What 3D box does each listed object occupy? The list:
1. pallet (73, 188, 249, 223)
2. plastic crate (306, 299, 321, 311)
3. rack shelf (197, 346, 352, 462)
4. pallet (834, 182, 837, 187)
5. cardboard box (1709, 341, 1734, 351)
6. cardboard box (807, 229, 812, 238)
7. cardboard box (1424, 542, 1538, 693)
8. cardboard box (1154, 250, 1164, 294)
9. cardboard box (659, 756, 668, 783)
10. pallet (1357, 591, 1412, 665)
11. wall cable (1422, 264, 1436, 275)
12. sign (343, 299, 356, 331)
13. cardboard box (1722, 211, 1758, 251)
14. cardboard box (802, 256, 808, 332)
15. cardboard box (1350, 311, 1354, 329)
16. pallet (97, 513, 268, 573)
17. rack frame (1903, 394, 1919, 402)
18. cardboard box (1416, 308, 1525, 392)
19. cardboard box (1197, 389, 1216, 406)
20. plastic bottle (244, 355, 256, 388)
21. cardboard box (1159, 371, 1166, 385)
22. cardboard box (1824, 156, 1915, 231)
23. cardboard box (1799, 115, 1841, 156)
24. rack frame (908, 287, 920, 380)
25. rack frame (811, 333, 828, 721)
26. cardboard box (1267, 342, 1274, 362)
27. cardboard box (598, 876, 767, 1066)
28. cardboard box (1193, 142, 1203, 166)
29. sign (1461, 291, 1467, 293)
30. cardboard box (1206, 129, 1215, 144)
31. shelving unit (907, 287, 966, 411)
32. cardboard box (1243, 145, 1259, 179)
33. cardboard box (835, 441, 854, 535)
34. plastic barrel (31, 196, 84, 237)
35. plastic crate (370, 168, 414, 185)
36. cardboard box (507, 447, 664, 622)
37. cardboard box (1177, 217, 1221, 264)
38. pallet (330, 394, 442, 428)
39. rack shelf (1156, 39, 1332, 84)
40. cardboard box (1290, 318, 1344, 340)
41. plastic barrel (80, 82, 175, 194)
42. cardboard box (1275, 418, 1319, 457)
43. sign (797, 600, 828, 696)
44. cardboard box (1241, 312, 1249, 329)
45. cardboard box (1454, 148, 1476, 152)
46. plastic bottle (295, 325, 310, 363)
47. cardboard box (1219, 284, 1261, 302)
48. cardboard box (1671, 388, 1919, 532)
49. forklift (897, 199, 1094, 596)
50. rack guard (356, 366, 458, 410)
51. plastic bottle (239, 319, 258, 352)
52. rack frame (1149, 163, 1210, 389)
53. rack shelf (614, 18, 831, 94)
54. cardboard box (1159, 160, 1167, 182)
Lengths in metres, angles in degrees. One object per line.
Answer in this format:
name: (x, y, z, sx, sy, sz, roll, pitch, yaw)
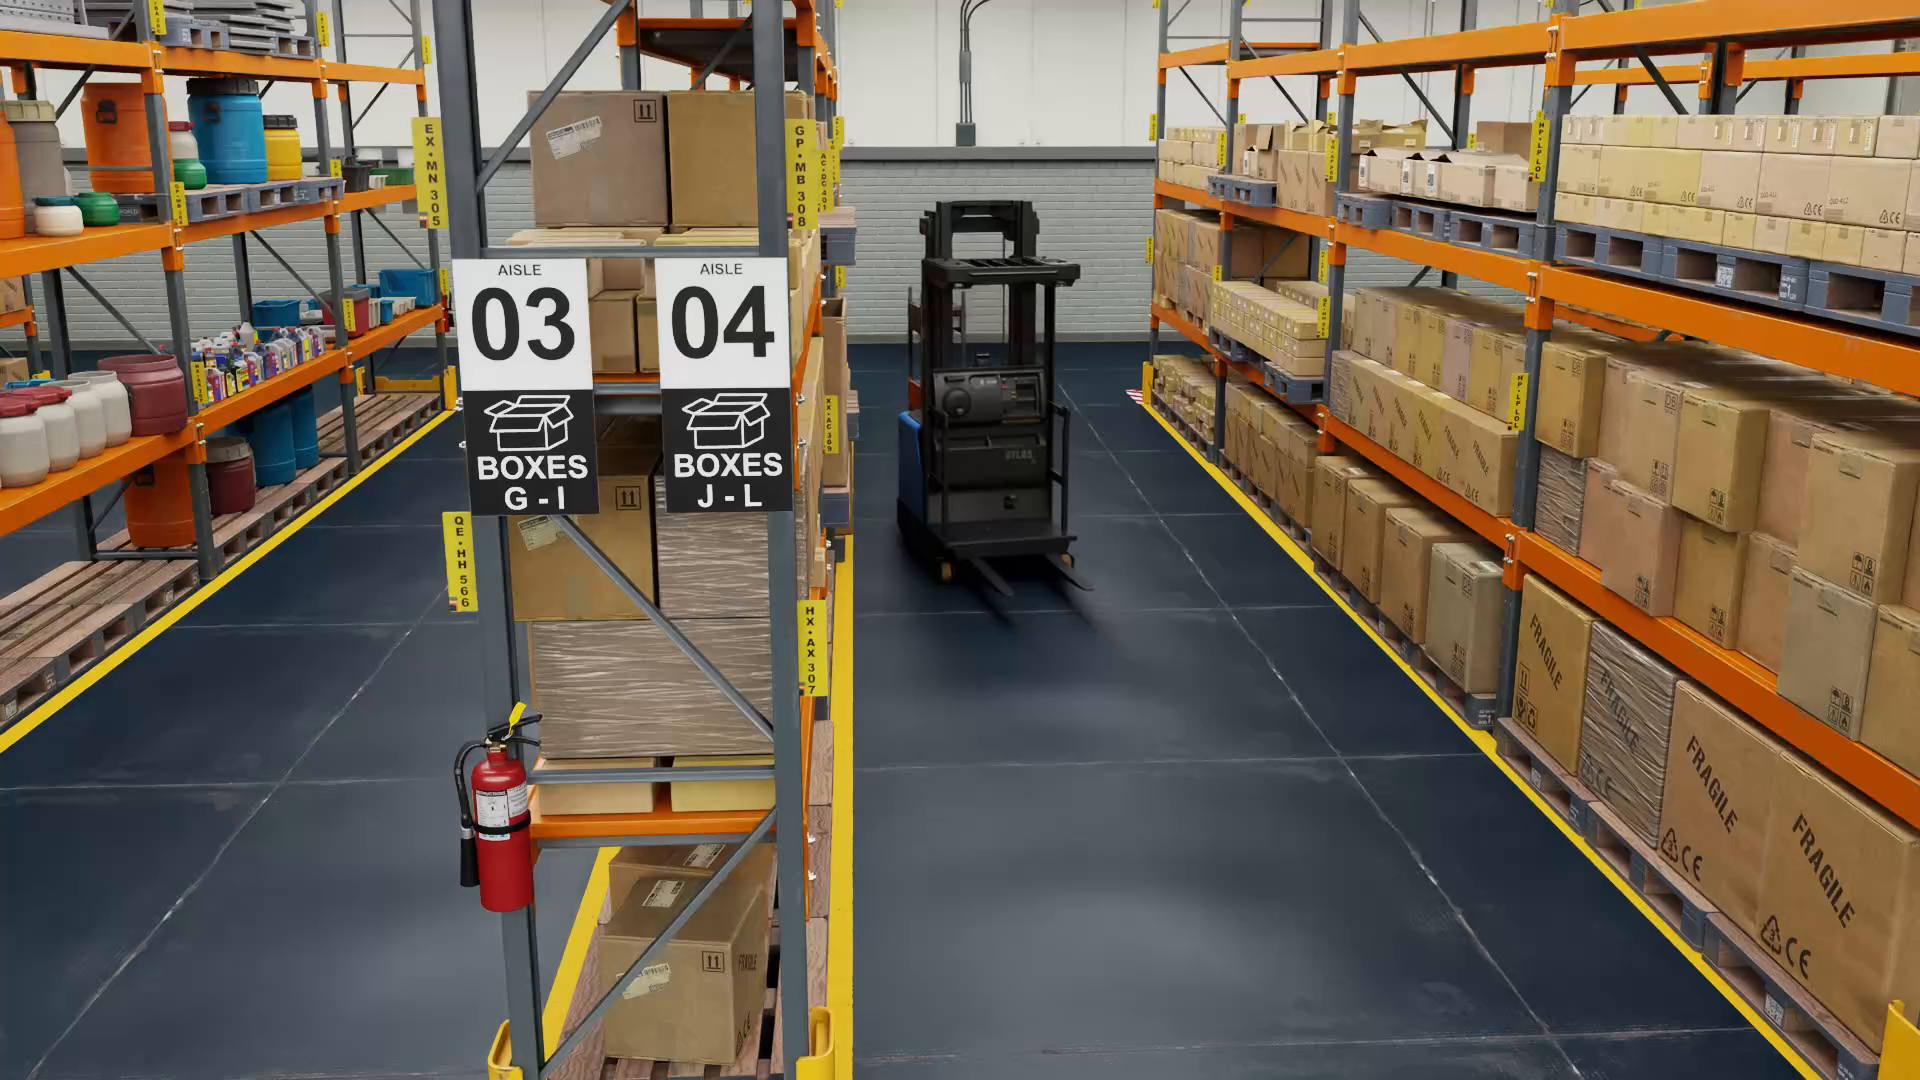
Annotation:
pallet: (-6.412, -2.686, 13.305, 1.003, 0.211, 1.213, -1, 14, -3)
plastic crate: (-7.171, -2.602, 18.835, 0.416, 0.233, 0.300, -1, 14, -3)
rack shelf: (-6.587, -1.282, 14.932, 1.077, 0.370, 4.000, -1, 14, -3)
pallet: (-1.807, -3.817, 17.502, 1.003, 0.211, 1.213, -1, 14, -3)
cardboard box: (7.921, -2.042, 16.745, 0.500, 0.250, 0.500, -1, 14, -5)
cardboard box: (-0.893, -1.514, 7.872, 0.380, 0.149, 0.250, -1, 14, -5)
cardboard box: (3.557, 0.467, 10.363, 1.050, 0.750, 0.750, -1, 14, -4)
cardboard box: (2.694, -3.327, 20.639, 0.500, 0.500, 0.500, 0, 14, -1)
cardboard box: (-1.262, 0.772, 6.010, 0.380, 0.149, 0.250, -1, 14, -3)
pallet: (3.484, 0.590, 11.811, 1.003, 0.211, 1.213, -1, 14, -3)
wall cable: (7.503, -5.261, 26.853, 0.585, 1.953, 0.123, -1, 14, -3)
sign: (-6.161, -2.270, 16.773, 0.100, 0.325, 0.005, -1, 14, -3)
cardboard box: (3.480, -1.311, 7.042, 0.380, 0.149, 0.250, -1, 14, -3)
cardboard box: (-0.860, -0.975, 6.577, 0.500, 0.250, 0.500, -1, 14, -4)
cardboard box: (3.572, -1.876, 14.267, 0.380, 0.149, 0.250, -1, 14, -4)
pallet: (-6.553, 0.022, 14.017, 1.003, 0.211, 1.213, -1, 14, -3)
rack frame: (8.372, -1.362, 13.801, 1.000, 3.000, 0.127, -1, 14, -3)
cardboard box: (3.554, -1.301, 11.357, 0.700, 0.500, 0.500, -1, 14, -4)
cardboard box: (2.830, -1.576, 18.315, 0.380, 0.149, 0.250, -1, 14, -4)
plastic bottle: (-6.193, -1.477, 14.481, 0.061, 0.283, 0.133, -1, 14, -3)
cardboard box: (2.679, -2.014, 20.615, 0.380, 0.149, 0.250, -1, 14, -4)
cardboard box: (3.594, -1.289, 6.157, 0.500, 0.250, 0.500, -1, 14, -3)
cardboard box: (3.512, -1.571, 6.453, 0.380, 0.149, 0.250, -1, 14, -3)
rack frame: (-0.269, -1.267, 15.237, 0.400, 2.100, 0.015, -4, 15, -14)
rack frame: (-1.271, -0.215, 9.340, 1.000, 3.000, 0.127, -1, 14, -3)
cardboard box: (2.906, -1.646, 14.565, 0.380, 0.149, 0.250, -1, 14, -4)
cardboard box: (-1.046, 1.632, 6.338, 0.500, 0.500, 0.500, 2, 15, 7)
cardboard box: (2.850, -4.248, 18.294, 0.500, 0.250, 0.500, 0, 14, -1)
sign: (3.991, -1.831, 13.299, 0.100, 0.325, 0.005, -1, 14, -3)
cardboard box: (2.814, -4.270, 17.580, 0.380, 0.149, 0.250, -1, 14, -4)
shelving unit: (-0.210, -1.208, 15.008, 0.431, 2.100, 0.503, -4, 15, -14)
cardboard box: (3.035, -3.646, 15.995, 0.500, 0.311, 0.500, -1, 14, -4)
cardboard box: (-1.541, -0.556, 14.087, 1.225, 0.875, 0.875, -2, 15, -6)
plastic barrel: (-6.151, -2.206, 11.338, 0.301, 0.262, 0.301, 0, 14, 0)
plastic crate: (-6.612, -4.232, 19.359, 0.450, 0.188, 0.336, -1, 14, -3)
cardboard box: (-1.304, -0.029, 5.817, 0.500, 0.500, 0.500, -1, 14, -3)
cardboard box: (2.787, -3.430, 19.032, 0.500, 0.500, 0.500, -1, 14, -5)
pallet: (-6.946, -1.566, 20.190, 1.003, 0.211, 1.213, -1, 14, -3)
rack shelf: (3.066, -5.308, 18.549, 1.077, 0.370, 4.000, -1, 14, -3)
cardboard box: (2.950, -1.745, 13.758, 0.380, 0.149, 0.250, -1, 15, -6)
plastic barrel: (-6.495, -3.138, 12.979, 0.600, 0.830, 0.708, -1, 14, -3)
cardboard box: (3.091, -0.908, 14.705, 0.500, 0.250, 0.500, -1, 14, -3)
sign: (-0.482, 0.353, 5.399, 0.100, 0.325, 0.005, -1, 14, -3)
cardboard box: (2.841, -2.050, 15.539, 0.380, 0.149, 0.250, -1, 14, -4)
cardboard box: (3.802, -2.667, 11.987, 0.500, 0.311, 0.500, -1, 14, -3)
plastic bottle: (-6.327, -1.880, 15.913, 0.144, 0.351, 0.185, -1, 14, -3)
cardboard box: (2.778, -2.451, 16.500, 0.380, 0.149, 0.250, 0, 14, -2)
cardboard box: (3.761, -0.366, 7.462, 0.875, 0.550, 0.500, -1, 14, -3)
forklift: (0.294, -1.186, 13.256, 1.130, 2.935, 3.031, -4, 15, -14)
rack guard: (-6.973, -1.918, 20.976, 1.175, 0.500, 0.348, -1, 14, -3)
plastic bottle: (-7.010, -2.001, 16.383, 0.144, 0.351, 0.185, -1, 14, -3)
rack frame: (2.942, -3.250, 21.139, 1.000, 3.000, 0.127, -1, 14, -3)
rack shelf: (-1.395, -3.075, 10.665, 1.077, 0.370, 4.000, -1, 14, -3)
cardboard box: (2.715, -4.515, 20.335, 0.500, 0.250, 0.500, 0, 14, -1)
